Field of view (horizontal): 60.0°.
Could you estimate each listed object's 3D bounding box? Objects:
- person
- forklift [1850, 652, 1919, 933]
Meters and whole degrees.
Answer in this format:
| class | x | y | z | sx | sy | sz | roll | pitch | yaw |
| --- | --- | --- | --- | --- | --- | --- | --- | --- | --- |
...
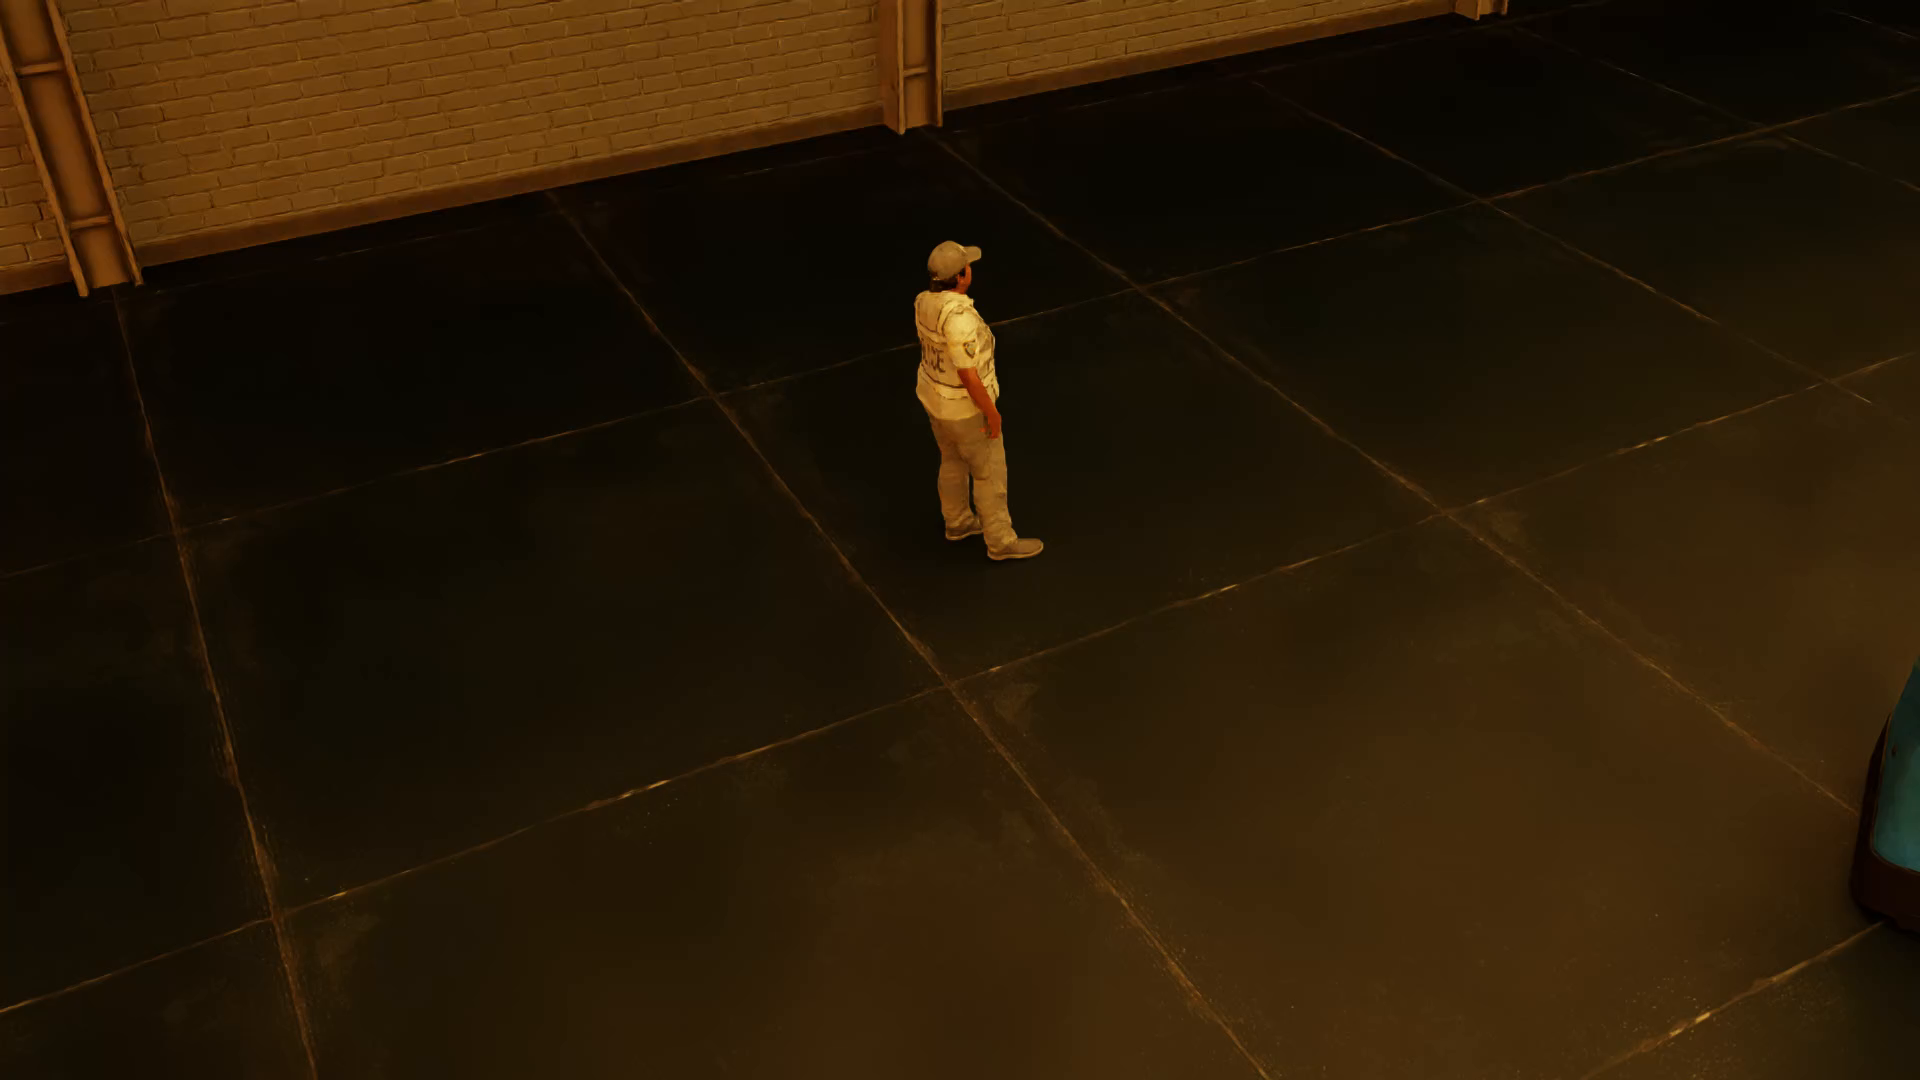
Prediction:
| class | x | y | z | sx | sy | sz | roll | pitch | yaw |
| --- | --- | --- | --- | --- | --- | --- | --- | --- | --- |
| person | 0.078 | -0.696 | 8.190 | 0.529 | 1.669 | 0.598 | -17 | 39 | -23 |
| forklift | 5.062 | 0.444 | 5.496 | 3.031 | 2.935 | 1.130 | 18 | 39 | 24 |
